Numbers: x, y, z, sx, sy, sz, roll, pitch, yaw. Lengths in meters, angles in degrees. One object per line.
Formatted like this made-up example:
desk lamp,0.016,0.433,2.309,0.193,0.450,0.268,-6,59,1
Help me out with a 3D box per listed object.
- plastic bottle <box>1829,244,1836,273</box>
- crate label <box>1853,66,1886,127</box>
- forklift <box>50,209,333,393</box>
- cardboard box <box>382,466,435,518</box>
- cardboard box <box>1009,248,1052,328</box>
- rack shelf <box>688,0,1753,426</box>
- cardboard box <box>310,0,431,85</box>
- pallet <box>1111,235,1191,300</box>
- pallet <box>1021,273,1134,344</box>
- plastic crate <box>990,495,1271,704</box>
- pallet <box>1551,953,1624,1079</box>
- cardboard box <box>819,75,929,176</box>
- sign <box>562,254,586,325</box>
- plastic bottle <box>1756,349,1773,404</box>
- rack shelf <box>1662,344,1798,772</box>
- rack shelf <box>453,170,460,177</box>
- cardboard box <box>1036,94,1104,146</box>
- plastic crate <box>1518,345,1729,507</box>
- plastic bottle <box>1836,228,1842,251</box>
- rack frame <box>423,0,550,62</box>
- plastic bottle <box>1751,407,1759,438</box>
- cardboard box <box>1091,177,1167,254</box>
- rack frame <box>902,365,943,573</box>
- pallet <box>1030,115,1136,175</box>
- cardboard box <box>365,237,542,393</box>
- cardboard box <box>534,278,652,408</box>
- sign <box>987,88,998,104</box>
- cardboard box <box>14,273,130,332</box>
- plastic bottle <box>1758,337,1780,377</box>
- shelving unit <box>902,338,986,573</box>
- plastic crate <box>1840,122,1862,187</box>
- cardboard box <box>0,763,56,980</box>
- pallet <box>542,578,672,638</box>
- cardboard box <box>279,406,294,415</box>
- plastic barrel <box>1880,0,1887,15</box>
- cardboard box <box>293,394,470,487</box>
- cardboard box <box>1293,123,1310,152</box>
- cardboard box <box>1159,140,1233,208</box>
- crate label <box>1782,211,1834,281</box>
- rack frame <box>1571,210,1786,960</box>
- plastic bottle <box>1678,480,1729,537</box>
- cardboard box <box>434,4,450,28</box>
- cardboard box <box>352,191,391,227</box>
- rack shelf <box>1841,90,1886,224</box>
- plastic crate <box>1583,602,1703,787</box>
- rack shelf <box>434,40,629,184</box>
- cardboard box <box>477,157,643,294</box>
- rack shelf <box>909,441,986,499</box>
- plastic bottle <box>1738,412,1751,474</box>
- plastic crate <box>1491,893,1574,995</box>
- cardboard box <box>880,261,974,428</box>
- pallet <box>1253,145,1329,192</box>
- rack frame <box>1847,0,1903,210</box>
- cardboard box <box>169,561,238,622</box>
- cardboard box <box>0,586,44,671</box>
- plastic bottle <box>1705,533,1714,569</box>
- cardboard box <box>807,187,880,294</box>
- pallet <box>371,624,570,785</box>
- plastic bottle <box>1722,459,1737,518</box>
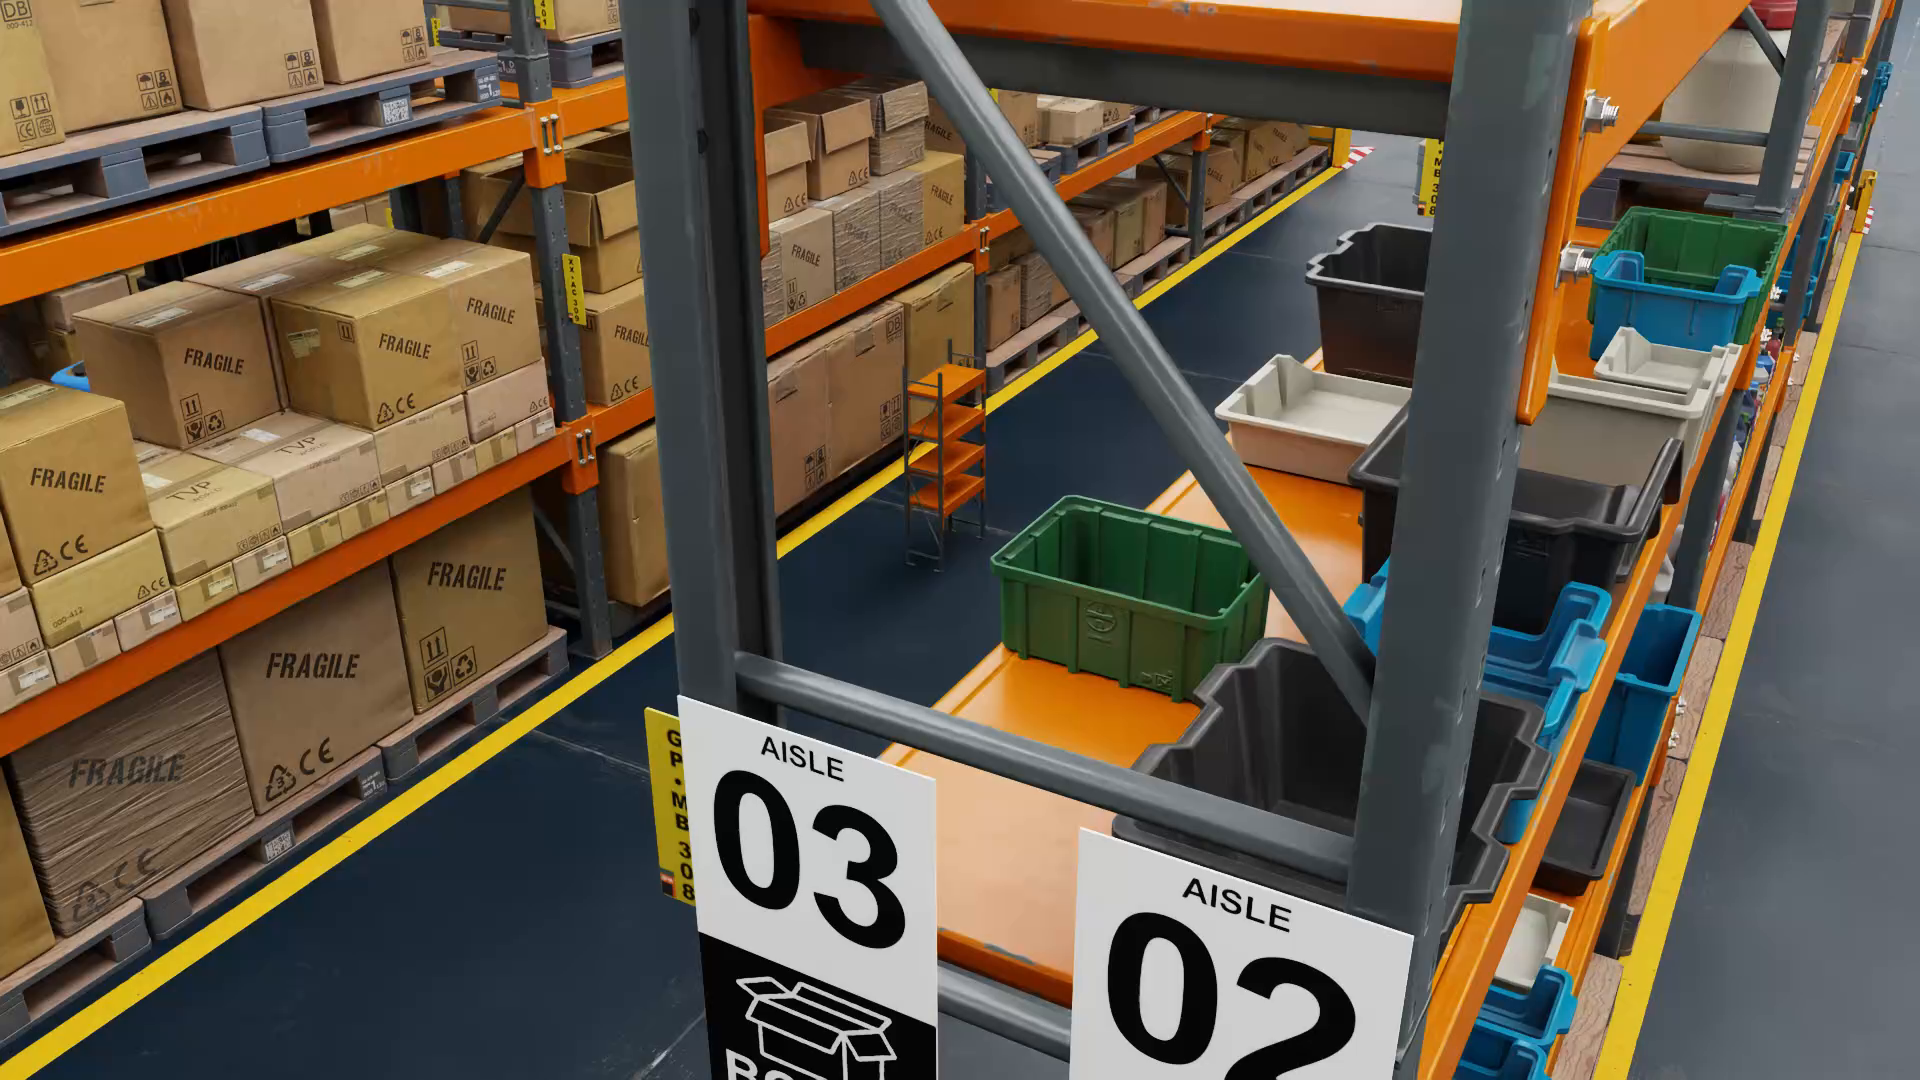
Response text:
plastic bottle,7.052,-2.351,13.563,0.144,0.351,0.185,14,30,26
crate label,7.289,-3.674,13.699,0.502,0.435,0.616,14,30,26
forklift,-4.121,-1.822,10.116,1.130,2.935,3.031,8,28,16
cardboard box,-2.500,-0.245,7.169,0.380,0.149,0.250,15,30,27
cardboard box,0.286,-1.971,12.638,0.700,0.500,0.500,12,29,22
rack shelf,1.072,-1.161,3.267,1.077,0.370,4.000,14,30,26
cardboard box,-2.589,-2.149,6.649,0.700,0.500,0.500,12,29,23
pallet,1.298,-2.416,14.341,1.003,0.211,1.213,14,30,26
pallet,0.699,-1.939,13.387,1.003,0.211,1.213,14,30,26
plastic crate,0.325,0.107,3.072,0.450,0.188,0.336,14,30,26
pallet,1.728,1.784,5.951,1.003,0.211,1.213,14,30,26
cardboard box,-0.662,-2.620,10.400,0.797,0.503,0.637,15,30,28
sign,-1.772,-1.150,7.641,0.100,0.325,0.005,14,30,26
plastic bottle,3.914,-0.801,8.144,0.097,0.271,0.097,0,27,0
rack shelf,3.040,-0.216,7.634,1.077,0.370,4.000,14,30,26
rack shelf,-3.573,-3.997,15.188,1.077,0.370,4.000,14,30,26
cardboard box,0.736,-3.131,12.353,0.500,0.250,0.500,13,30,25
plastic crate,1.447,-0.284,3.747,0.437,0.282,0.530,14,30,26
plastic bottle,7.396,-2.555,14.047,0.061,0.283,0.133,15,30,27
rack frame,-2.256,-3.532,6.752,1.000,3.000,0.127,14,30,26
plastic bottle,3.675,-0.580,7.780,0.097,0.201,0.097,0,27,0
cardboard box,1.359,-2.811,14.316,0.700,0.500,0.500,12,29,22
rack frame,-0.201,-0.377,9.163,0.240,1.200,0.015,14,30,26
pallet,0.650,-3.103,12.811,1.003,0.211,1.213,14,30,26
cardboard box,-2.249,-1.012,7.419,0.500,0.500,0.500,15,30,28
cardboard box,-1.812,-1.018,8.321,0.500,0.500,0.500,14,30,26
sign,0.197,-2.805,10.709,0.100,0.325,0.005,14,30,26
cardboard box,-5.931,-1.616,11.112,0.500,0.250,0.500,13,29,24
plastic bottle,4.124,-0.936,8.491,0.097,0.201,0.097,0,27,0
shelving unit,-0.081,-0.472,9.353,0.258,1.200,0.503,14,30,26
plastic crate,6.020,-2.649,11.619,0.402,0.464,0.583,14,30,26
cardboard box,-3.979,1.205,5.896,0.875,0.875,0.875,14,30,26
pallet,-1.942,0.081,9.353,1.003,0.211,1.213,14,30,26
cardboard box,-2.964,-0.597,7.427,0.500,0.250,0.500,14,30,26
plastic barrel,4.939,-3.378,9.316,0.600,0.830,0.708,14,30,26
cardboard box,-2.497,-0.483,7.199,0.500,0.250,0.500,15,30,28
cardboard box,3.325,-4.356,17.424,0.500,0.500,0.500,21,33,35
cardboard box,2.186,-3.409,15.532,0.500,0.500,0.500,-22,34,-37
crate label,4.748,-1.661,9.677,0.502,0.435,0.616,14,30,26
rack frame,2.056,0.242,5.916,1.000,3.000,0.127,14,30,26
plastic bottle,3.071,-0.160,6.858,0.152,0.276,0.135,14,30,26
cardboard box,-4.327,-4.204,13.569,0.700,0.500,0.500,14,30,26
cardboard box,-4.665,-2.621,13.120,0.500,0.250,0.500,13,30,25
rack shelf,6.976,-3.334,13.863,1.077,0.370,4.000,14,30,26
plastic crate,2.123,0.479,5.393,0.392,0.384,0.575,14,30,26
rack shelf,-1.272,-2.648,9.142,1.077,0.370,4.000,14,30,26
cardboard box,-1.949,-1.593,8.349,0.797,0.503,0.637,13,30,25
rack shelf,-0.081,-0.412,9.383,0.258,0.148,0.480,14,30,26
plastic bottle,3.477,-0.444,7.416,0.061,0.283,0.133,14,30,26
plastic crate,1.461,1.078,4.474,0.293,0.136,0.466,14,30,26
cardboard box,-0.646,-1.381,11.063,1.225,0.875,0.875,13,29,24
pallet,3.179,-3.940,17.386,1.003,0.211,1.213,14,30,26
rack frame,7.959,-4.435,15.259,1.000,3.000,0.127,14,30,26
cardboard box,-3.006,0.157,6.367,0.380,0.149,0.250,13,30,25
cardboard box,-3.503,0.312,5.611,0.500,0.250,0.500,14,30,25
plastic bottle,2.924,0.014,6.592,0.097,0.201,0.097,0,27,0
cardboard box,-0.818,-1.810,9.902,0.500,0.500,0.500,13,29,24
pallet,-2.698,0.677,8.162,1.003,0.211,1.213,14,30,26
plastic bottle,3.185,-0.251,7.038,0.152,0.276,0.135,14,30,26
